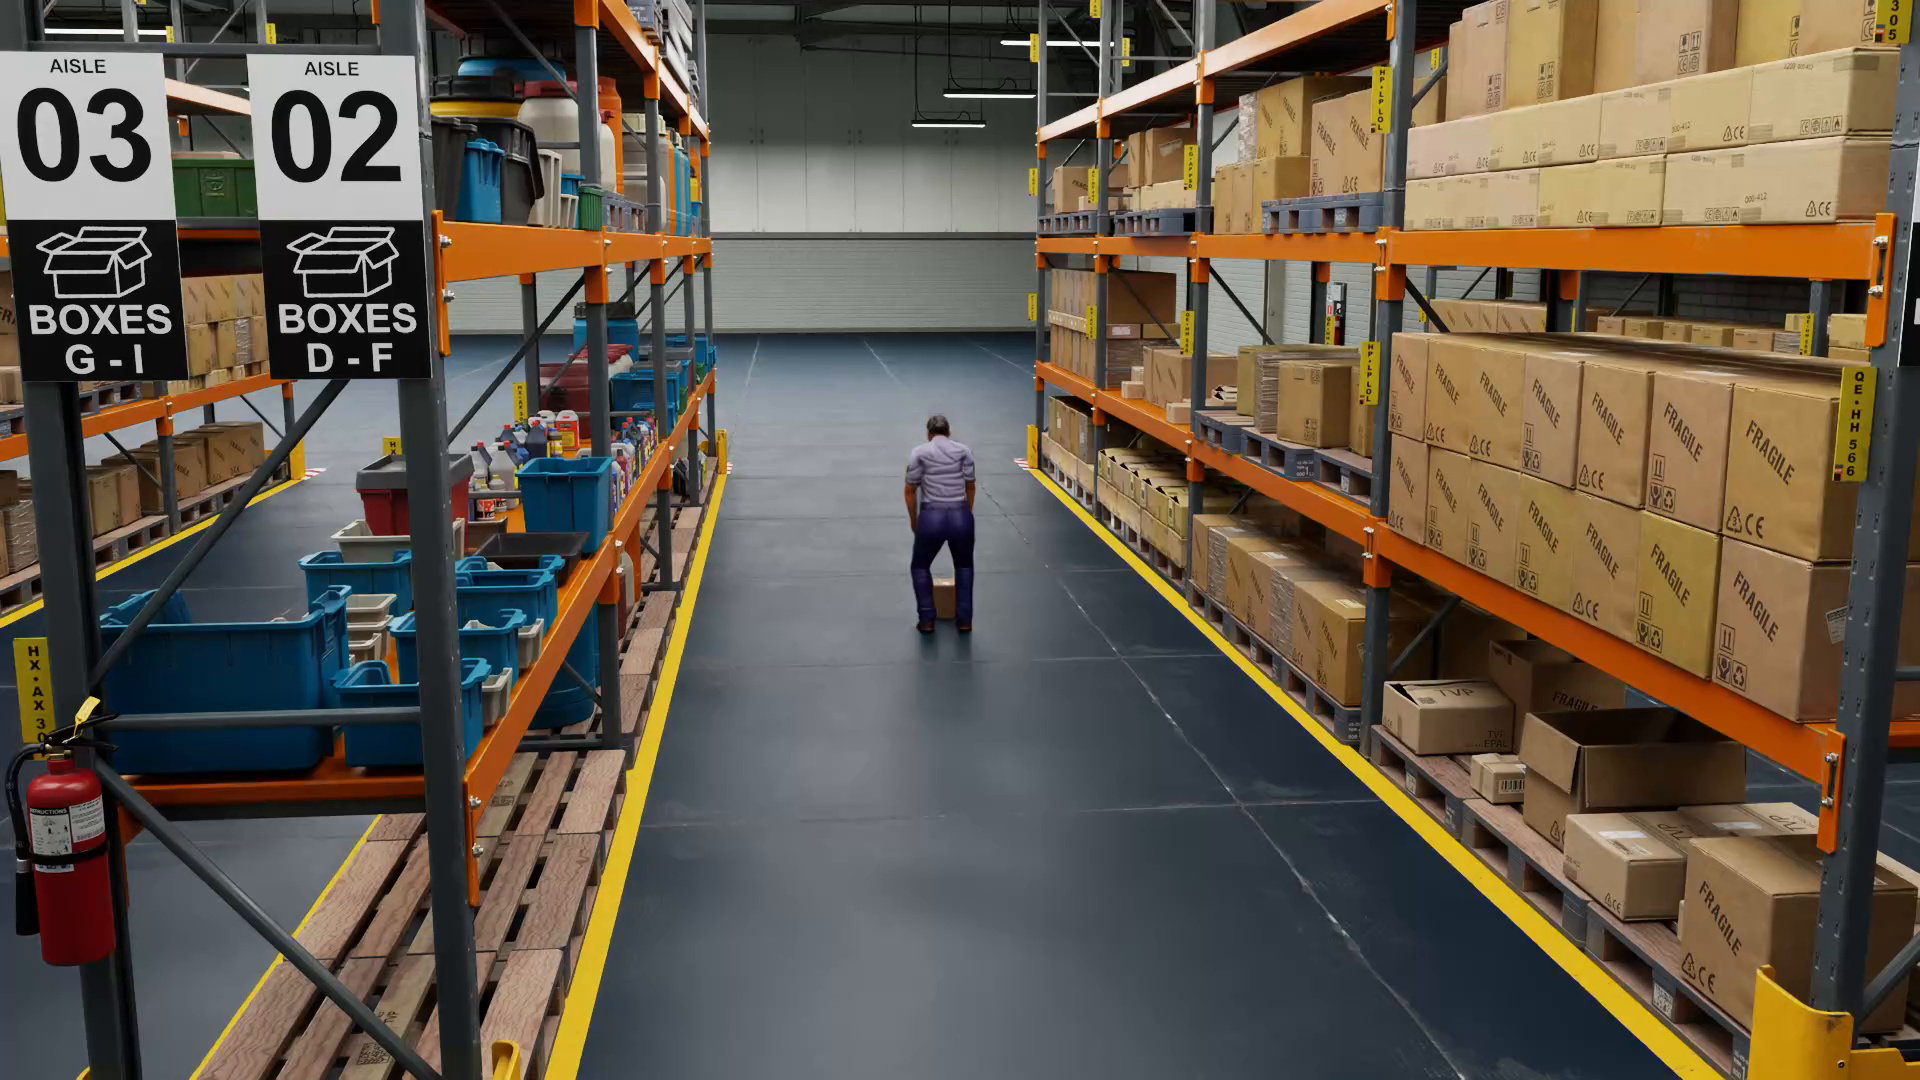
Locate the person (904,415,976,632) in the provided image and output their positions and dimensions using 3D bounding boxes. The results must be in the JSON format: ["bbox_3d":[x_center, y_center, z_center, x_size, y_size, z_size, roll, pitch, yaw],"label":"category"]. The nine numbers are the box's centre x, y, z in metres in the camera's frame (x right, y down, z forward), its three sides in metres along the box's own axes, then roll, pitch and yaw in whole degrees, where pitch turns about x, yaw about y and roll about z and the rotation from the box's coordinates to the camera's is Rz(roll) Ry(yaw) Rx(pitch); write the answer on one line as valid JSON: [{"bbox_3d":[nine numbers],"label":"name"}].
[{"bbox_3d":[-0.141,-0.109,11.888,0.515,1.546,0.485,-1,10,-5],"label":"person"}]
